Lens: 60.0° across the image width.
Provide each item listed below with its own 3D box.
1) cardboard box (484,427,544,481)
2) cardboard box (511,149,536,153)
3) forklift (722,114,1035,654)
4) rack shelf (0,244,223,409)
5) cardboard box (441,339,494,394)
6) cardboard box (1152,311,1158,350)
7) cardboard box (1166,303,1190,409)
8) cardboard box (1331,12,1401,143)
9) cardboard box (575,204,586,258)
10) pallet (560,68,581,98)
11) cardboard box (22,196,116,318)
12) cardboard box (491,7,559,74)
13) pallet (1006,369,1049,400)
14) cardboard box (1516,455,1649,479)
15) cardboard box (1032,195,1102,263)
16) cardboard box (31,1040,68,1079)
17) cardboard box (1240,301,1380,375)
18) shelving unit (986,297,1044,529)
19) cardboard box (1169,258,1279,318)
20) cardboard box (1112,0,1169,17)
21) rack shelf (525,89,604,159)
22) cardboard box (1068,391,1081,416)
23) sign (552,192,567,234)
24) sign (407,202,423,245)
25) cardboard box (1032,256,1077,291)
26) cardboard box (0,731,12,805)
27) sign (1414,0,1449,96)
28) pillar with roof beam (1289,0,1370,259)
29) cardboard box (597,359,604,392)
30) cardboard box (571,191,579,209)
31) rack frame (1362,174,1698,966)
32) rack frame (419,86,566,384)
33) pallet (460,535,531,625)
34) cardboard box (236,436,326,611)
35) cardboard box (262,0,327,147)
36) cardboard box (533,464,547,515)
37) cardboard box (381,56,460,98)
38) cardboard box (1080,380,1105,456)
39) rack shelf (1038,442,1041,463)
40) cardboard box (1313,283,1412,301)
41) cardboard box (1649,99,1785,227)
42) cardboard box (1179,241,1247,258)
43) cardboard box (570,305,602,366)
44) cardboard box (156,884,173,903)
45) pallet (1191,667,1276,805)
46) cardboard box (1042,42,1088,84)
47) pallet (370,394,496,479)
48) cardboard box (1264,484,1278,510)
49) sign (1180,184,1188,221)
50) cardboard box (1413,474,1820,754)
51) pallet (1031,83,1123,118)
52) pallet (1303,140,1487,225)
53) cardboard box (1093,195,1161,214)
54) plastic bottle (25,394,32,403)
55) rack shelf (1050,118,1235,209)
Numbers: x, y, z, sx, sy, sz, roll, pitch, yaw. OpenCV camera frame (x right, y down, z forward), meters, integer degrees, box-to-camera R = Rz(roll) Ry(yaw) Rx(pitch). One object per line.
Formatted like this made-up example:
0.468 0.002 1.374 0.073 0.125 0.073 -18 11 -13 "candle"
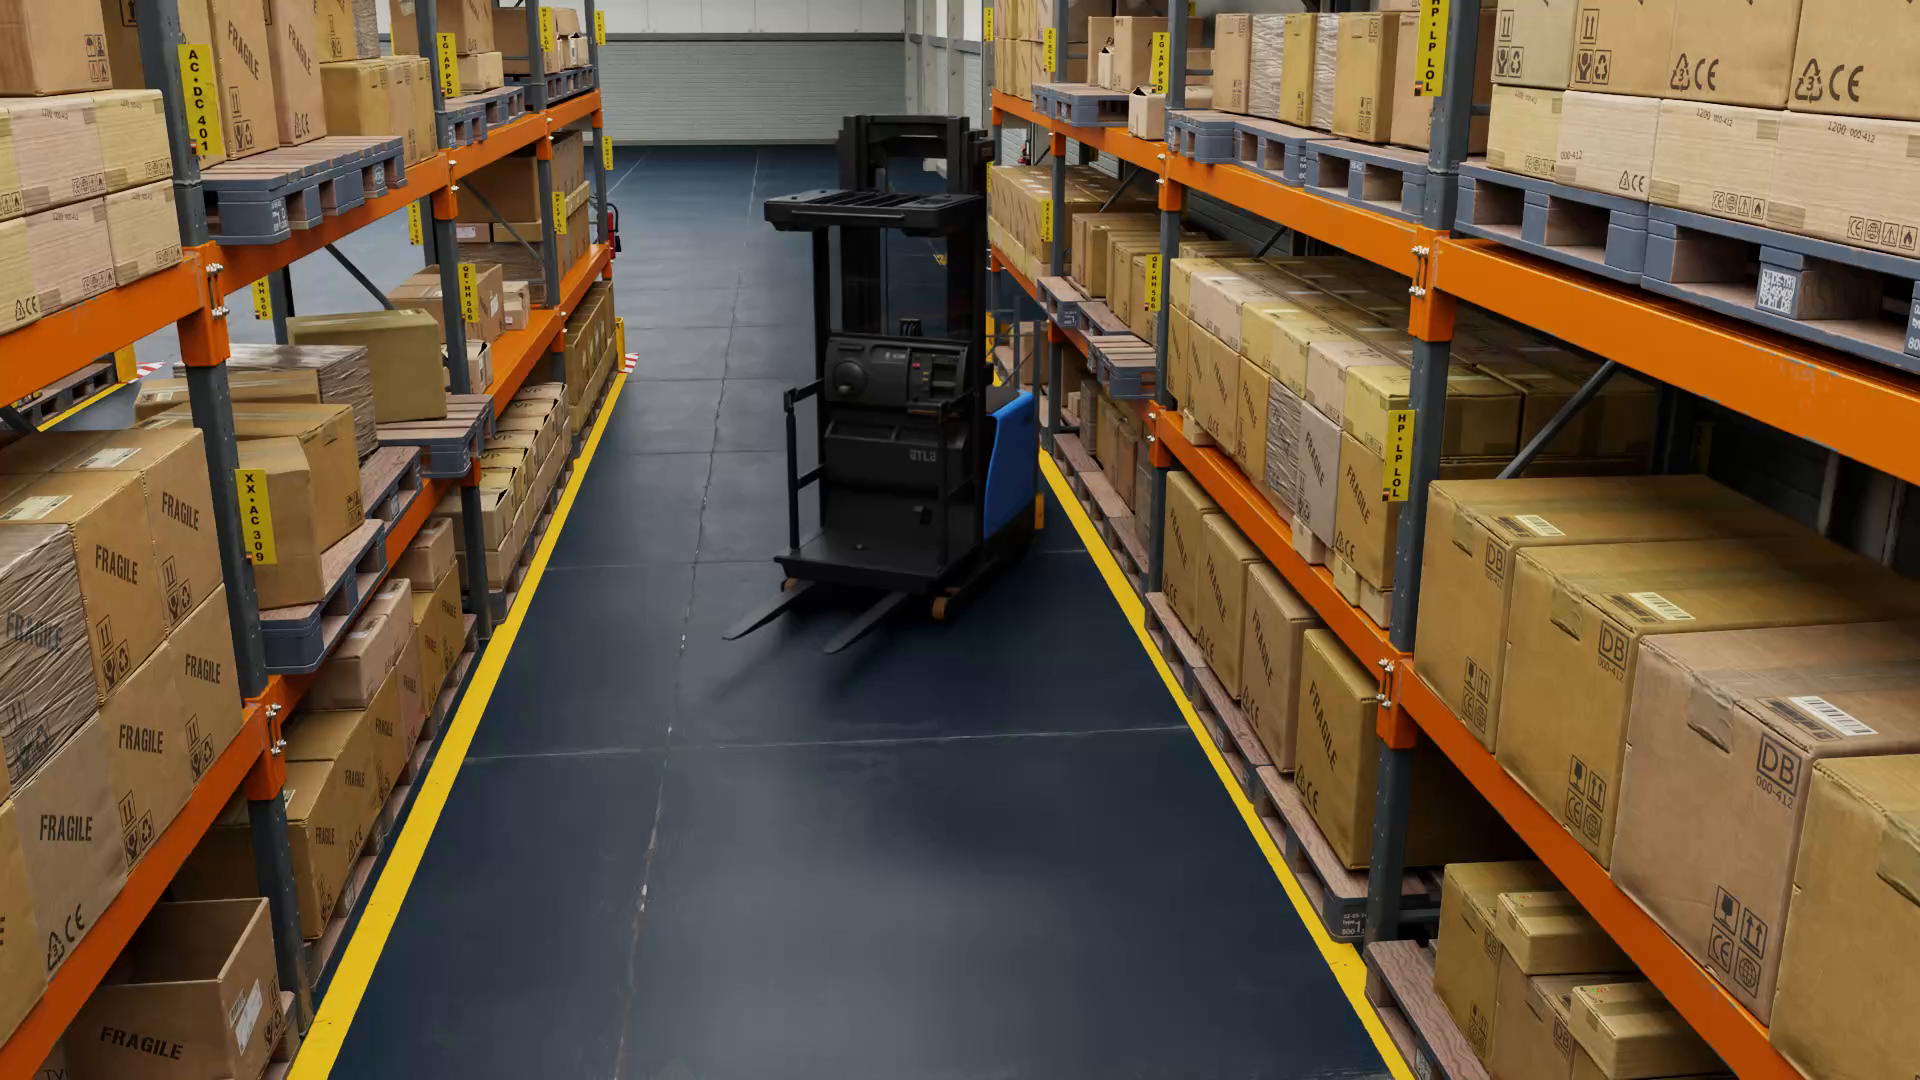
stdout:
-3.197 -0.618 11.590 0.500 0.311 0.500 -2 18 -6 "cardboard box"
-3.787 -2.976 13.816 0.700 0.500 0.500 -2 18 -6 "cardboard box"
-0.471 -1.032 10.072 1.130 2.935 3.031 6 19 20 "forklift"
-2.650 -0.135 3.294 1.077 0.370 4.000 -2 18 -6 "rack shelf"
-3.168 -1.065 10.211 0.500 0.311 0.500 -2 18 -6 "cardboard box"
1.600 -1.387 10.185 0.700 0.500 0.500 -4 18 -12 "cardboard box"
1.454 -1.036 9.272 0.500 0.500 0.500 -1 17 -4 "cardboard box"
1.967 -1.916 6.862 0.700 0.500 0.500 -2 18 -7 "cardboard box"
-4.000 -2.971 15.964 0.700 0.500 0.500 -1 17 -4 "cardboard box"
-3.918 -4.032 14.651 1.003 0.211 1.213 -2 18 -6 "pallet"
-2.501 -0.717 4.196 0.500 0.250 0.500 -2 18 -6 "cardboard box"
-3.471 -3.931 13.081 0.500 0.500 0.500 0 17 -1 "cardboard box"
1.012 -1.414 15.828 1.003 0.211 1.213 -2 18 -6 "pallet"
2.274 -0.142 6.423 0.500 0.500 0.500 -2 18 -8 "cardboard box"
0.889 -2.608 13.942 0.500 0.500 0.500 -2 18 -6 "cardboard box"
-3.028 1.561 5.451 0.500 0.311 0.500 -2 18 -6 "cardboard box"
1.619 -0.942 7.722 0.500 0.250 0.500 -2 18 -7 "cardboard box"
0.256 -0.948 12.194 0.587 1.500 1.083 -2 18 -6 "shelving unit"
1.451 -1.394 9.162 0.500 0.250 0.500 -1 17 -4 "cardboard box"
1.479 -4.301 13.493 0.500 0.500 0.500 -1 17 -4 "cardboard box"
-3.888 -3.711 14.682 1.077 0.370 4.000 -2 18 -6 "rack shelf"
1.160 -1.198 14.480 0.380 0.166 0.250 -4 18 -13 "cardboard box"
-3.143 -2.561 13.027 0.100 0.325 0.005 -2 18 -6 "sign"
-4.233 -2.460 12.928 0.100 0.325 0.005 -2 18 -6 "sign"
0.895 -2.251 14.056 0.500 0.250 0.500 -2 18 -6 "cardboard box"
-2.389 0.427 3.472 0.500 0.500 0.500 -2 18 -6 "cardboard box"
1.532 -1.606 5.388 0.100 0.325 0.005 -2 18 -6 "sign"
-1.898 -4.133 9.817 9.100 9.000 0.400 -2 18 -6 "pillar with roof beam"
-3.578 -1.510 15.368 0.500 0.250 0.500 -2 18 -6 "cardboard box"
-3.759 -3.161 15.486 0.380 0.149 0.250 -1 17 -4 "cardboard box"
2.071 0.202 6.025 1.000 3.000 0.127 -2 18 -6 "rack frame"
-3.681 -2.027 13.125 1.000 3.000 0.127 -2 18 -6 "rack frame"
-3.315 0.249 10.532 1.003 0.211 1.213 -2 18 -6 "pallet"
-2.683 -0.040 5.927 0.700 0.500 0.500 -8 19 -24 "cardboard box"
-2.975 -1.920 6.742 0.600 0.600 0.600 -2 18 -8 "cardboard box"
-3.196 -0.346 11.661 0.500 0.250 0.500 -1 17 -5 "cardboard box"
-3.545 -3.015 10.815 0.500 0.250 0.500 -3 18 -10 "cardboard box"
1.338 -0.980 13.228 0.700 0.500 0.500 -1 17 -4 "cardboard box"
0.255 -0.780 12.257 0.538 0.185 1.000 -2 18 -6 "rack shelf"
2.062 -1.112 8.262 0.500 0.250 0.500 -2 18 -7 "cardboard box"
1.978 -0.886 3.867 0.500 0.250 0.500 -2 18 -7 "cardboard box"
1.545 -1.754 10.271 0.380 0.149 0.250 -5 18 -15 "cardboard box"
-3.575 -1.868 15.256 0.500 0.500 0.500 -2 18 -6 "cardboard box"
-3.192 1.201 6.282 0.500 0.500 0.500 -2 18 -6 "cardboard box"
1.787 0.941 8.327 1.003 0.211 1.213 -2 18 -6 "pallet"
0.947 -3.813 13.607 0.500 0.500 0.500 -1 17 -4 "cardboard box"
-3.129 -0.544 8.722 1.213 0.211 1.003 -2 18 -6 "pallet"
1.651 -0.239 7.815 0.380 0.149 0.250 -1 17 -4 "cardboard box"
1.797 -2.752 13.501 0.100 0.325 0.005 -2 18 -6 "sign"
2.110 0.221 5.463 0.980 0.700 0.700 -2 17 -5 "cardboard box"
1.203 -3.335 12.599 1.213 0.211 1.003 -2 18 -6 "pallet"
1.927 -1.409 6.469 0.805 0.209 1.217 -2 18 -8 "pallet"
1.405 -2.623 13.990 0.500 0.500 0.500 -2 18 -7 "cardboard box"
-8.397 -1.368 14.838 0.152 0.276 0.135 -2 18 -5 "plastic bottle"
1.452 -2.673 11.377 1.077 0.370 4.000 -2 18 -6 "rack shelf"
